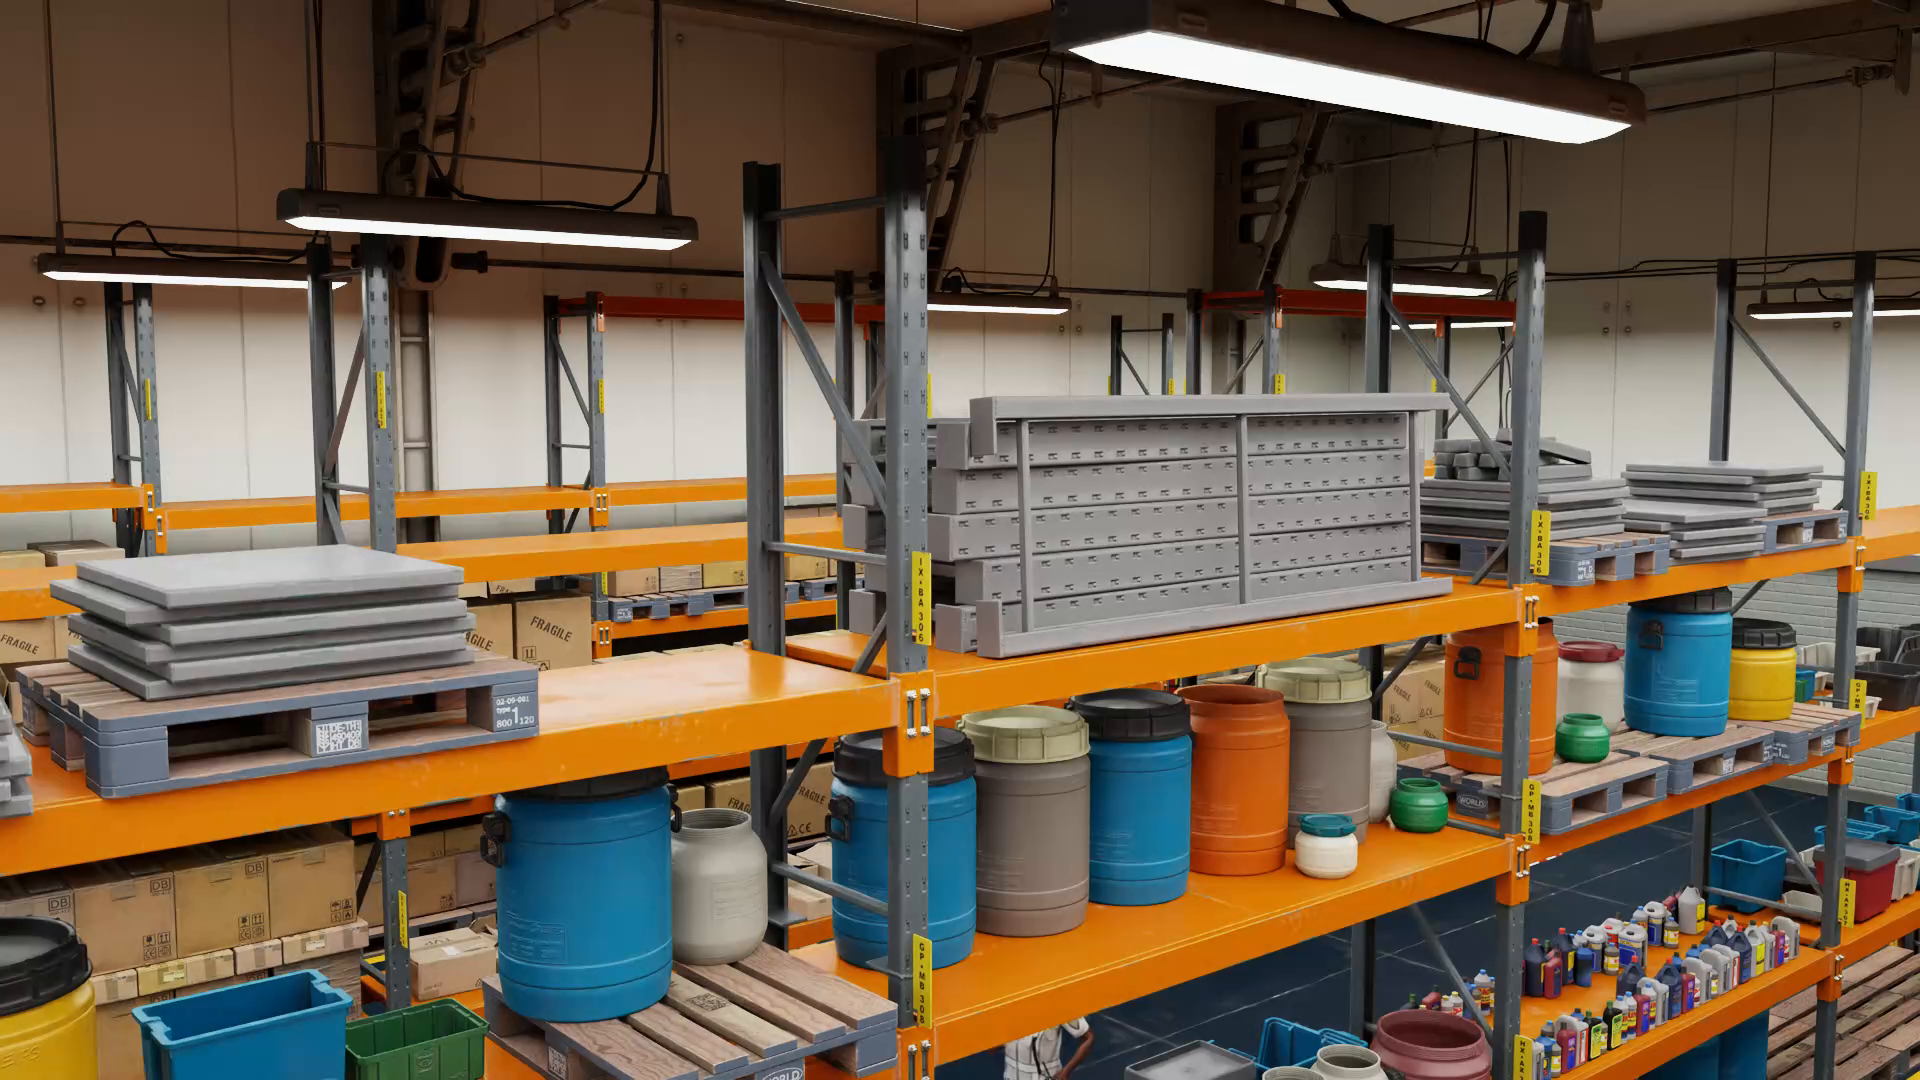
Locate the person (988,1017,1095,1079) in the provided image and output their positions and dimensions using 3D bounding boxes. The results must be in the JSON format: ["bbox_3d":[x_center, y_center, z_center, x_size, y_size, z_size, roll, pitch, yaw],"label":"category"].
[{"bbox_3d":[0.462,3.350,10.106,0.728,1.754,0.560,-5,7,-41],"label":"person"}]
